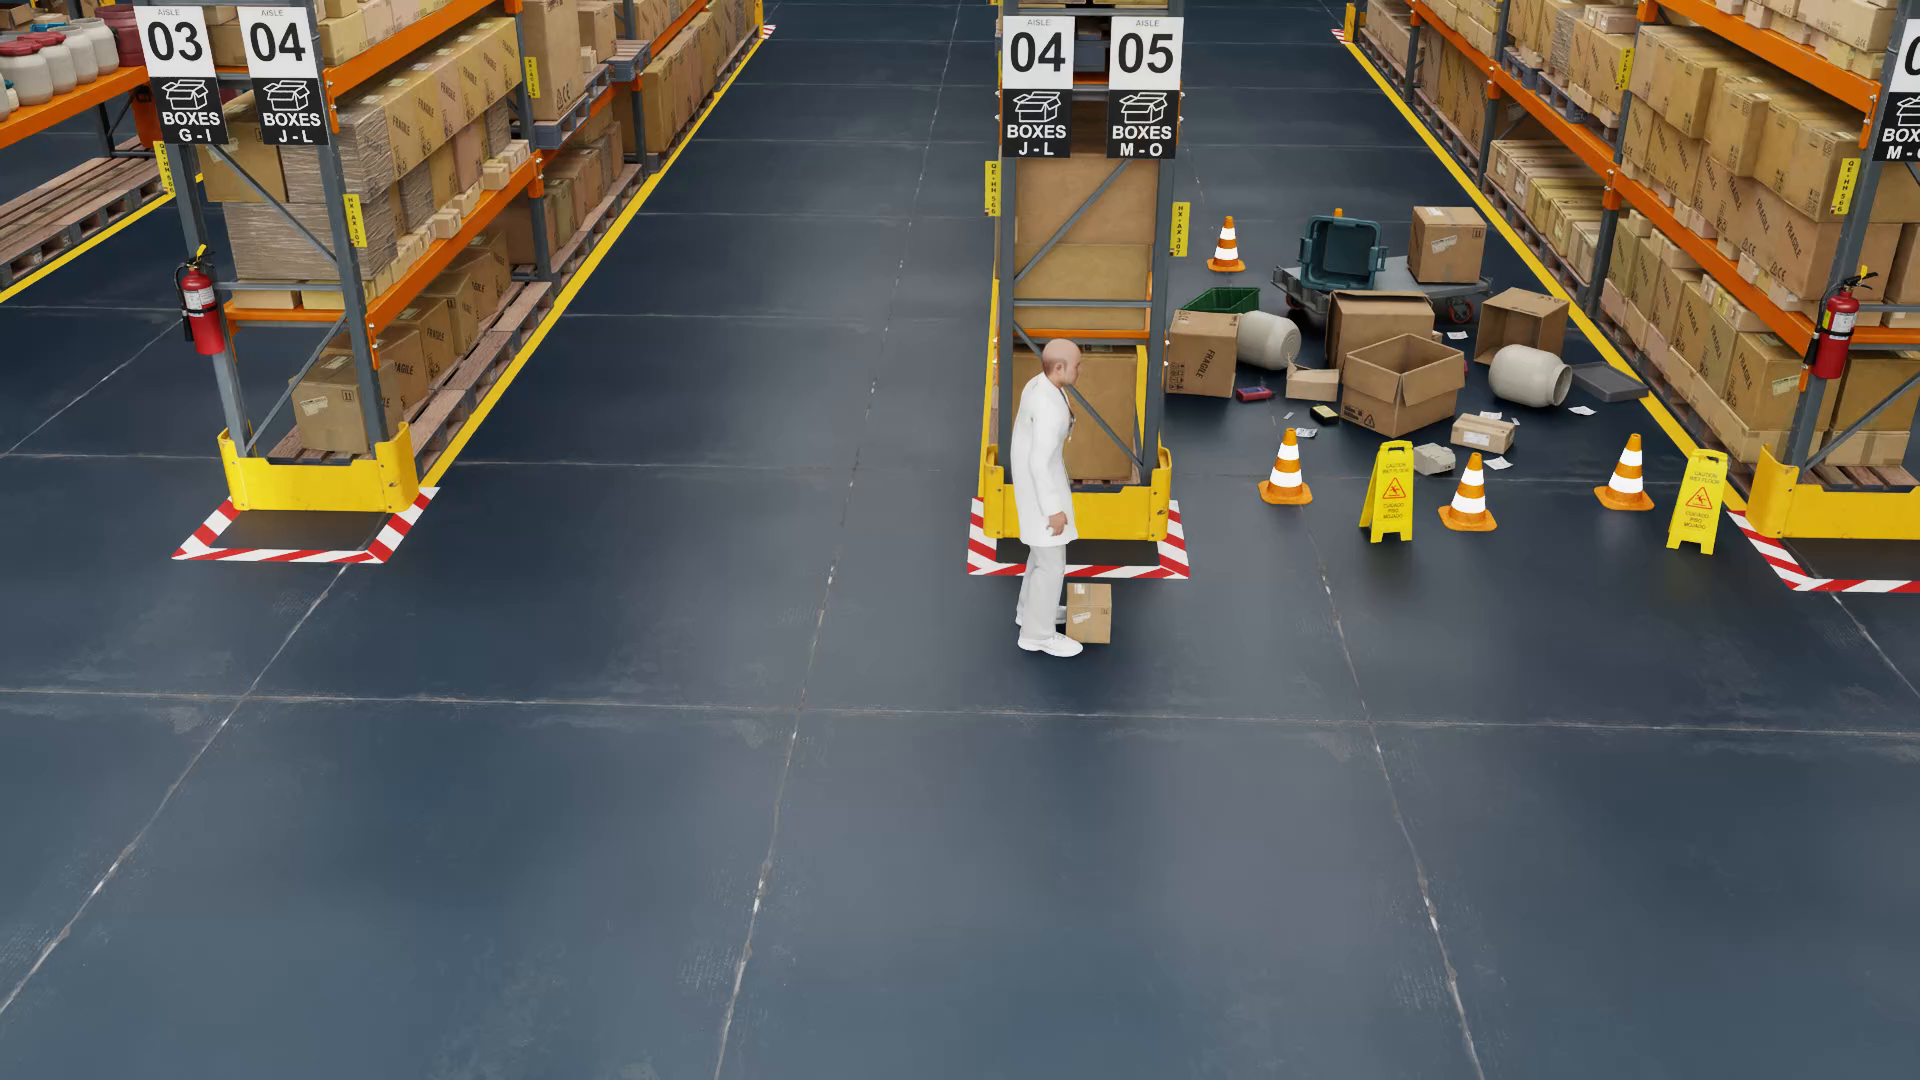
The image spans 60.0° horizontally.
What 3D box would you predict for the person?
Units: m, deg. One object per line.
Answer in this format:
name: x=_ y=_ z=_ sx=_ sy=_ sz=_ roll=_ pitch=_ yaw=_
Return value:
person: x=0.486 y=-0.259 z=9.131 sx=0.423 sy=1.775 sz=0.643 roll=1 pitch=28 yaw=2
